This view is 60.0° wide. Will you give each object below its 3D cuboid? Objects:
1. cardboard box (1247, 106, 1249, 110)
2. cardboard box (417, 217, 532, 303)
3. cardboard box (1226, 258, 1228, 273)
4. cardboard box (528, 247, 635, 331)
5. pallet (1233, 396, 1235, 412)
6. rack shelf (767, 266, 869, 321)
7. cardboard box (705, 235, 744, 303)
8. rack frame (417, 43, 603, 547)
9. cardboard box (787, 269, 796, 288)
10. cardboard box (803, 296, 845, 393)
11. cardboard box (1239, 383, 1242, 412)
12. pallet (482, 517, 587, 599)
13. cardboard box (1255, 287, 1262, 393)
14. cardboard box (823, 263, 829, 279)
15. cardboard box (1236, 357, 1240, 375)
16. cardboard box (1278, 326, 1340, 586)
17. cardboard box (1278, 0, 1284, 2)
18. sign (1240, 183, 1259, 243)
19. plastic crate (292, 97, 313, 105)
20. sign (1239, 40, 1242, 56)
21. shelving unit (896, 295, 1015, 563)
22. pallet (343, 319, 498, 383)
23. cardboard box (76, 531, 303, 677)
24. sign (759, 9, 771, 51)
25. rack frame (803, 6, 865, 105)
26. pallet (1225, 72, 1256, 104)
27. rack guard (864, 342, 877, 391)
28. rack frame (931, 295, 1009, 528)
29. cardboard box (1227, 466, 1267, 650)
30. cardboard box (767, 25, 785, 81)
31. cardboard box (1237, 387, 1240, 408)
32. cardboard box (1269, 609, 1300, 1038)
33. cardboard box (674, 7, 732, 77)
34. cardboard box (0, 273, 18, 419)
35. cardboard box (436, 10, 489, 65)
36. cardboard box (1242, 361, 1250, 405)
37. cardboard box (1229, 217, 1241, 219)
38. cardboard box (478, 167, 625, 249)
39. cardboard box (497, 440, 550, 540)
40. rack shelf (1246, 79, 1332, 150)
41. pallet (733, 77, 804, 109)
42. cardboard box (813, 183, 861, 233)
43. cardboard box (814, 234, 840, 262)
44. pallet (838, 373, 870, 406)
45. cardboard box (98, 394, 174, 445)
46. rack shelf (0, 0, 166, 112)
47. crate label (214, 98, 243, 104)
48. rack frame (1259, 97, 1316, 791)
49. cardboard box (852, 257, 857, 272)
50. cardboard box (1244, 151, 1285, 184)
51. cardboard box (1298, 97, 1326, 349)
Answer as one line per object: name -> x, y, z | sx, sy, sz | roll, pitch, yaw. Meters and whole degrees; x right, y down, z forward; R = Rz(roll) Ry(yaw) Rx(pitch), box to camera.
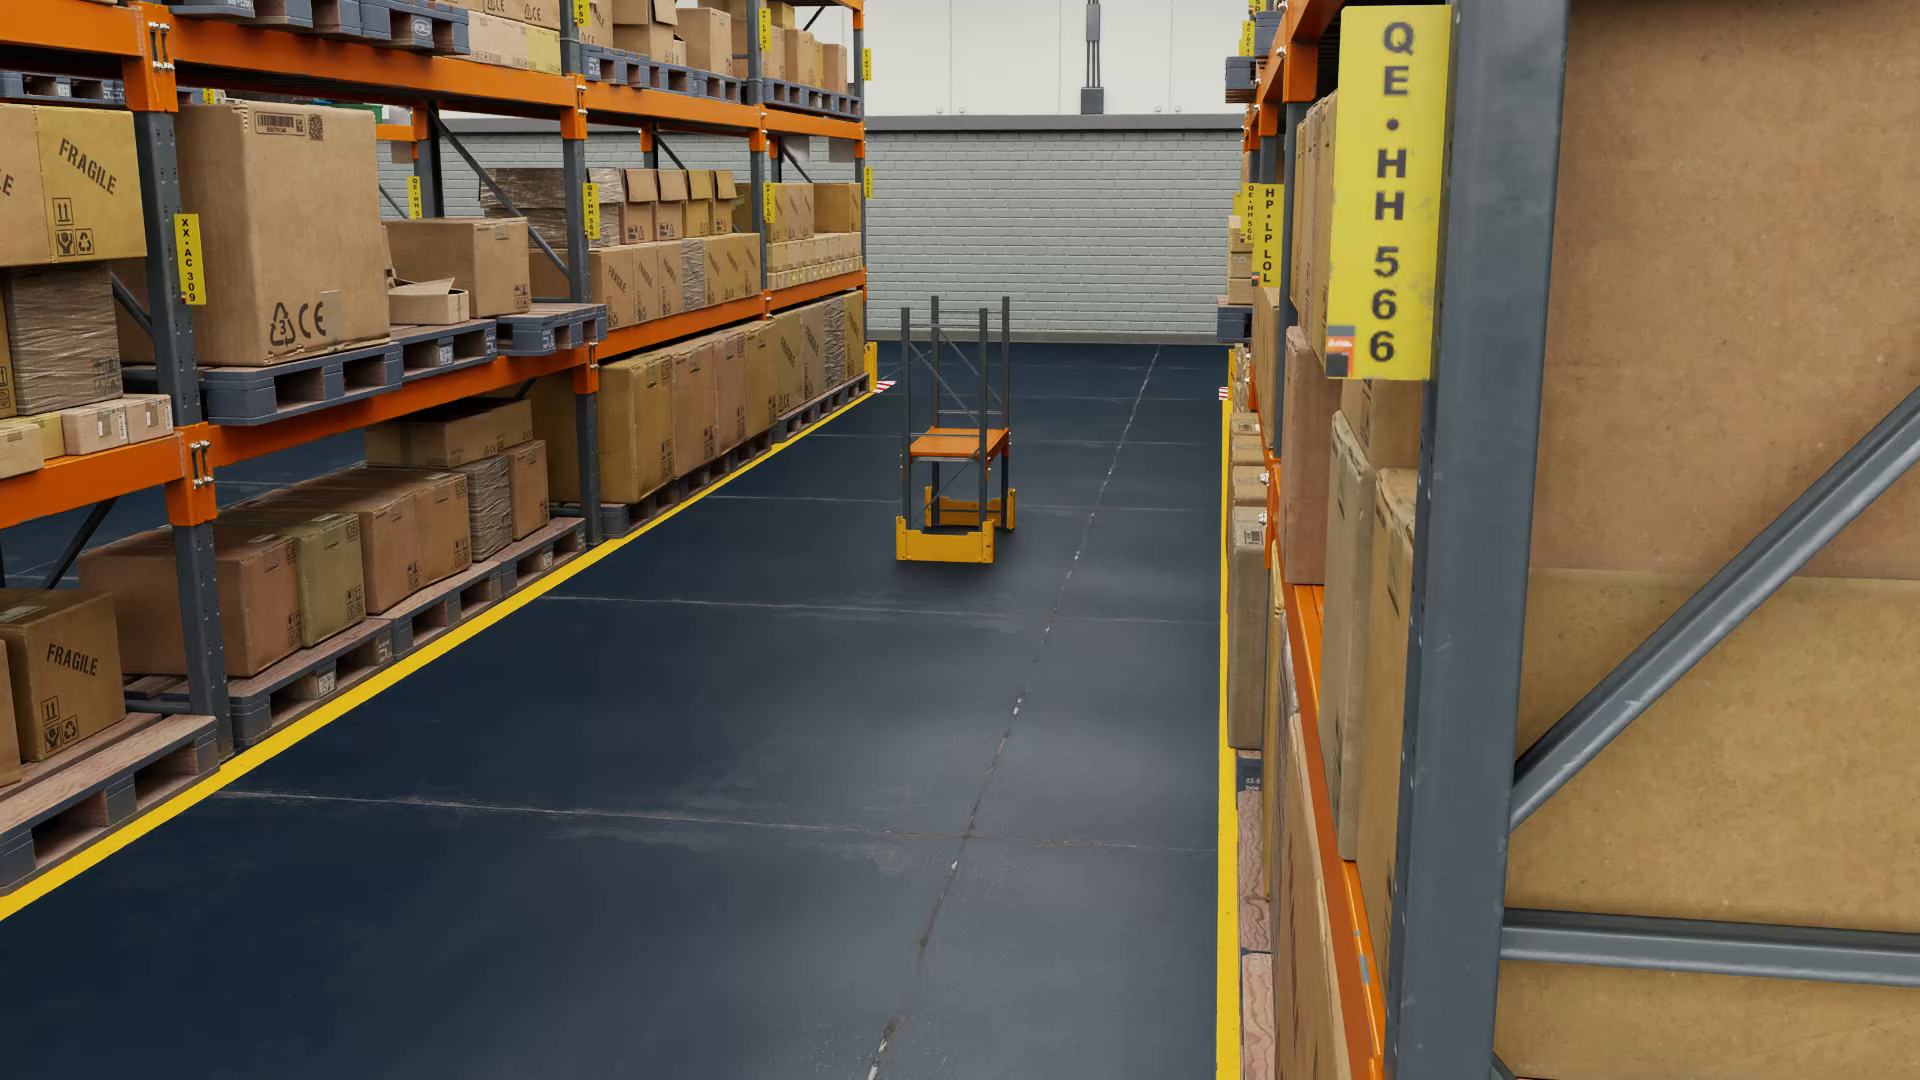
cardboard box -> 2.737, -3.814, 14.309 | 0.500, 0.250, 0.500 | 2, 12, 8
cardboard box -> -2.782, -1.591, 9.520 | 0.500, 0.500, 0.500 | 0, 12, 2
cardboard box -> 2.248, -2.117, 12.794 | 0.380, 0.149, 0.250 | 1, 12, 6
cardboard box -> -2.394, -1.591, 10.521 | 0.500, 0.500, 0.500 | 2, 12, 10
pallet -> 3.016, -1.134, 15.253 | 1.003, 0.211, 1.213 | 2, 12, 9
rack shelf -> -1.815, -2.348, 15.974 | 1.077, 0.370, 4.000 | 2, 12, 9
cardboard box -> -2.008, -2.123, 12.986 | 0.500, 0.500, 0.500 | 2, 12, 10
rack frame -> -2.738, -1.450, 10.103 | 1.000, 3.000, 0.127 | 2, 12, 9
cardboard box -> -1.668, -2.320, 14.737 | 0.380, 0.149, 0.250 | 2, 12, 11
cardboard box -> -1.667, -1.957, 16.501 | 0.875, 0.875, 0.875 | 2, 12, 9
cardboard box -> 2.387, -0.939, 12.668 | 0.500, 0.500, 0.500 | 2, 12, 11
pallet -> -2.860, 0.076, 9.642 | 1.003, 0.211, 1.213 | 2, 12, 9
cardboard box -> 1.579, -0.918, 7.396 | 0.500, 0.500, 0.500 | 2, 12, 8
cardboard box -> -1.472, -2.590, 15.987 | 0.380, 0.149, 0.250 | 2, 12, 10
cardboard box -> 2.688, -1.560, 14.970 | 0.380, 0.149, 0.250 | 1, 12, 7
cardboard box -> 1.226, -0.208, 3.983 | 0.875, 0.550, 0.550 | 2, 12, 9
cardboard box -> 1.742, -2.668, 7.754 | 0.500, 0.250, 0.500 | 2, 12, 10
sign -> 1.610, -1.811, 9.218 | 0.100, 0.325, 0.005 | 2, 12, 9
plastic crate -> -6.908, -4.403, 16.831 | 0.504, 0.338, 0.767 | 2, 12, 9
sign -> 2.842, -4.845, 16.660 | 0.100, 0.325, 0.005 | 2, 12, 9
shelving unit -> -0.012, -0.717, 10.262 | 0.587, 1.500, 1.083 | 2, 12, 9
pallet -> -3.002, -0.943, 8.205 | 1.003, 0.211, 1.213 | 2, 12, 9
cardboard box -> -3.237, 0.262, 7.046 | 0.700, 0.500, 0.500 | 1, 12, 4
sign -> -1.585, -4.140, 13.491 | 0.100, 0.325, 0.005 | 2, 12, 9
rack frame -> -1.508, -6.048, 17.198 | 1.000, 3.000, 0.127 | 2, 12, 9
pallet -> 2.562, -3.351, 12.247 | 1.213, 0.211, 1.003 | 2, 12, 9
rack guard -> -1.504, -1.899, 18.117 | 1.175, 0.500, 0.348 | 2, 12, 9
rack frame -> 0.065, -0.821, 10.744 | 0.500, 1.500, 0.032 | 2, 12, 9
cardboard box -> 1.691, 0.126, 7.133 | 1.050, 0.750, 0.750 | 2, 12, 9
cardboard box -> -1.975, -4.329, 14.869 | 0.700, 0.500, 0.500 | 3, 12, 12
cardboard box -> 2.526, -1.191, 13.963 | 0.380, 0.149, 0.250 | 1, 12, 6
cardboard box -> 1.231, 0.714, 4.107 | 0.875, 0.875, 0.875 | 2, 12, 9
cardboard box -> -2.202, -3.882, 13.034 | 0.700, 0.500, 0.500 | 2, 12, 10
cardboard box -> -3.595, -0.617, 5.294 | 0.875, 0.500, 0.500 | 2, 12, 9
cardboard box -> -2.712, -2.528, 8.341 | 0.500, 0.250, 0.500 | 2, 12, 10
cardboard box -> 2.226, -1.089, 11.582 | 0.500, 0.250, 0.500 | 2, 12, 11
cardboard box -> 2.128, -2.244, 11.973 | 0.380, 0.149, 0.250 | 2, 12, 8
cardboard box -> -2.610, -2.141, 10.690 | 0.797, 0.503, 0.637 | 2, 12, 11
cardboard box -> -2.821, -0.303, 9.670 | 0.700, 0.500, 0.500 | 1, 12, 6
rack shelf -> 2.455, -2.799, 10.951 | 1.077, 0.370, 4.000 | 2, 12, 9
pallet -> -1.987, -3.876, 14.448 | 1.003, 0.211, 1.213 | 2, 12, 9
cardboard box -> -1.323, -3.444, 17.225 | 0.500, 0.500, 0.500 | 2, 12, 9
cardboard box -> -1.477, -2.867, 16.325 | 0.500, 0.250, 0.500 | 1, 12, 7
pallet -> -1.553, -1.583, 17.340 | 1.003, 0.211, 1.213 | 2, 12, 9
cardboard box -> -3.096, -0.440, 6.014 | 0.380, 0.149, 0.250 | 2, 12, 9
rack shelf -> -3.661, -1.316, 4.067 | 1.077, 0.370, 4.000 | 2, 12, 9
crate label -> -6.656, -3.873, 14.852 | 0.293, 0.136, 0.466 | 2, 12, 9
rack frame -> 1.532, -0.436, 5.396 | 1.000, 3.000, 0.127 | 2, 12, 9
cardboard box -> -1.275, -2.854, 17.212 | 0.380, 0.149, 0.250 | 2, 12, 9
cardboard box -> 2.568, -2.891, 13.471 | 0.500, 0.500, 0.500 | 1, 12, 7
cardboard box -> 1.253, -0.735, 3.865 | 0.875, 0.550, 0.550 | 2, 12, 9
